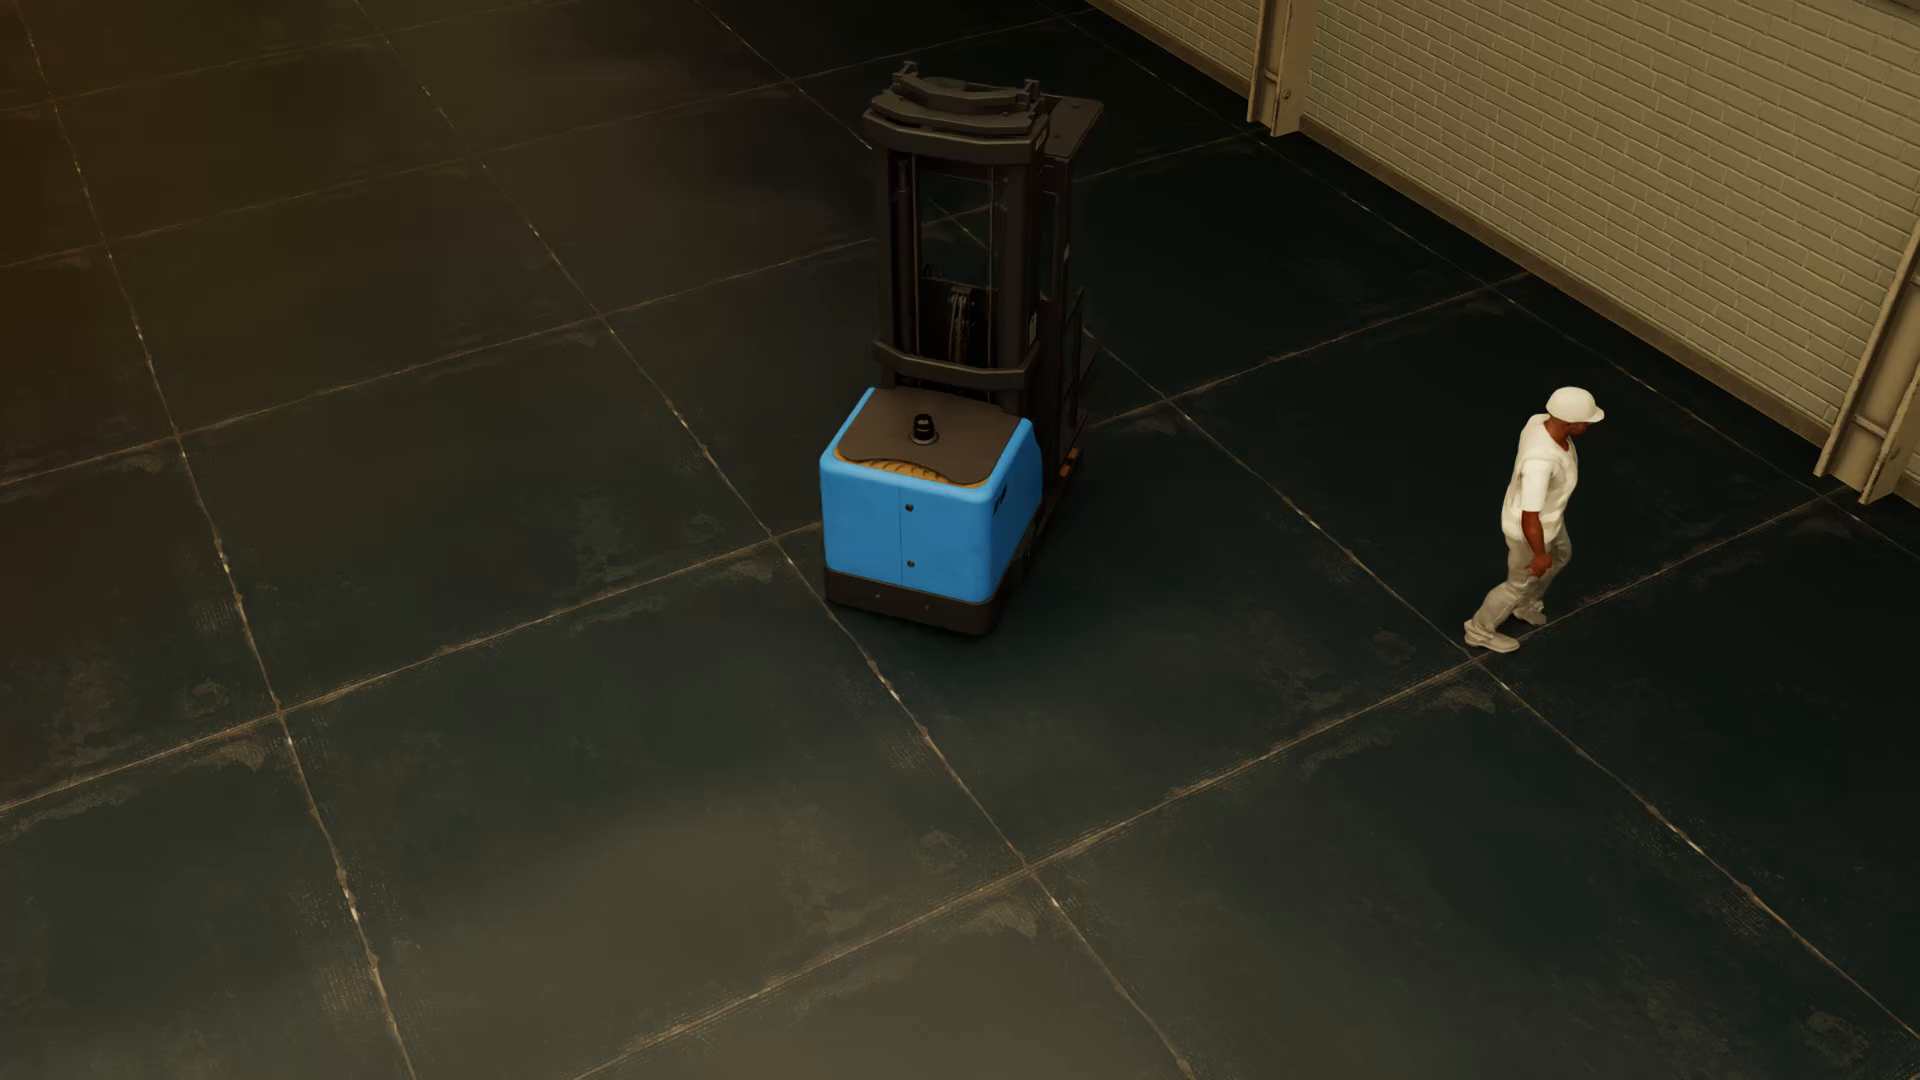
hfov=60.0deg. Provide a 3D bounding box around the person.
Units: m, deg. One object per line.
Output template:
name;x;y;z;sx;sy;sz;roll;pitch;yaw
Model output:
person;3.171;-0.076;9.111;0.512;1.807;0.672;11;41;13

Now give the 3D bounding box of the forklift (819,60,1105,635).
forklift;0.167;-1.529;9.879;1.130;2.935;3.031;13;41;15
